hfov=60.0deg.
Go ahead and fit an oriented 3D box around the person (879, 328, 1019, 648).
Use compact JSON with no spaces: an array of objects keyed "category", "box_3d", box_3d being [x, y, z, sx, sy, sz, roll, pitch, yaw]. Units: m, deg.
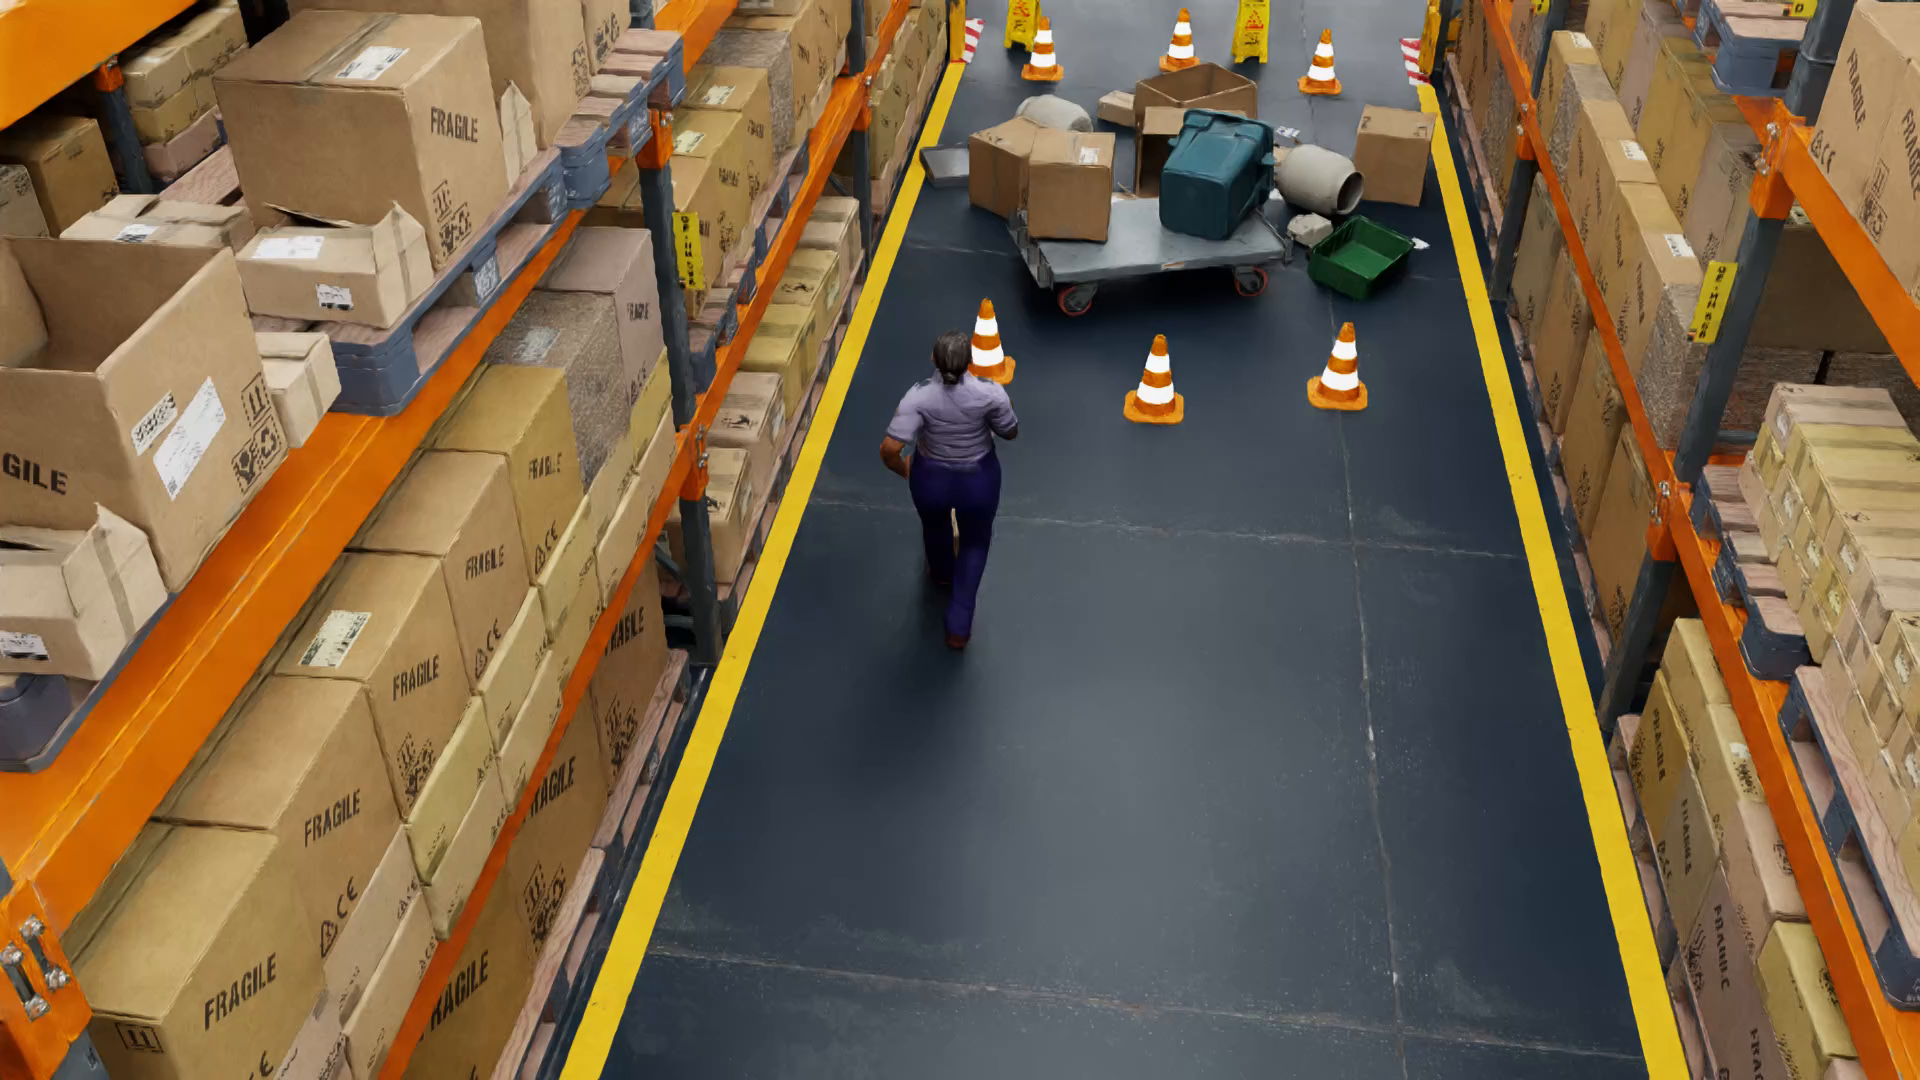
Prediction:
[{"category":"person","box_3d":[-0.017,-0.305,7.489,0.566,1.638,0.799,4,37,6]}]
